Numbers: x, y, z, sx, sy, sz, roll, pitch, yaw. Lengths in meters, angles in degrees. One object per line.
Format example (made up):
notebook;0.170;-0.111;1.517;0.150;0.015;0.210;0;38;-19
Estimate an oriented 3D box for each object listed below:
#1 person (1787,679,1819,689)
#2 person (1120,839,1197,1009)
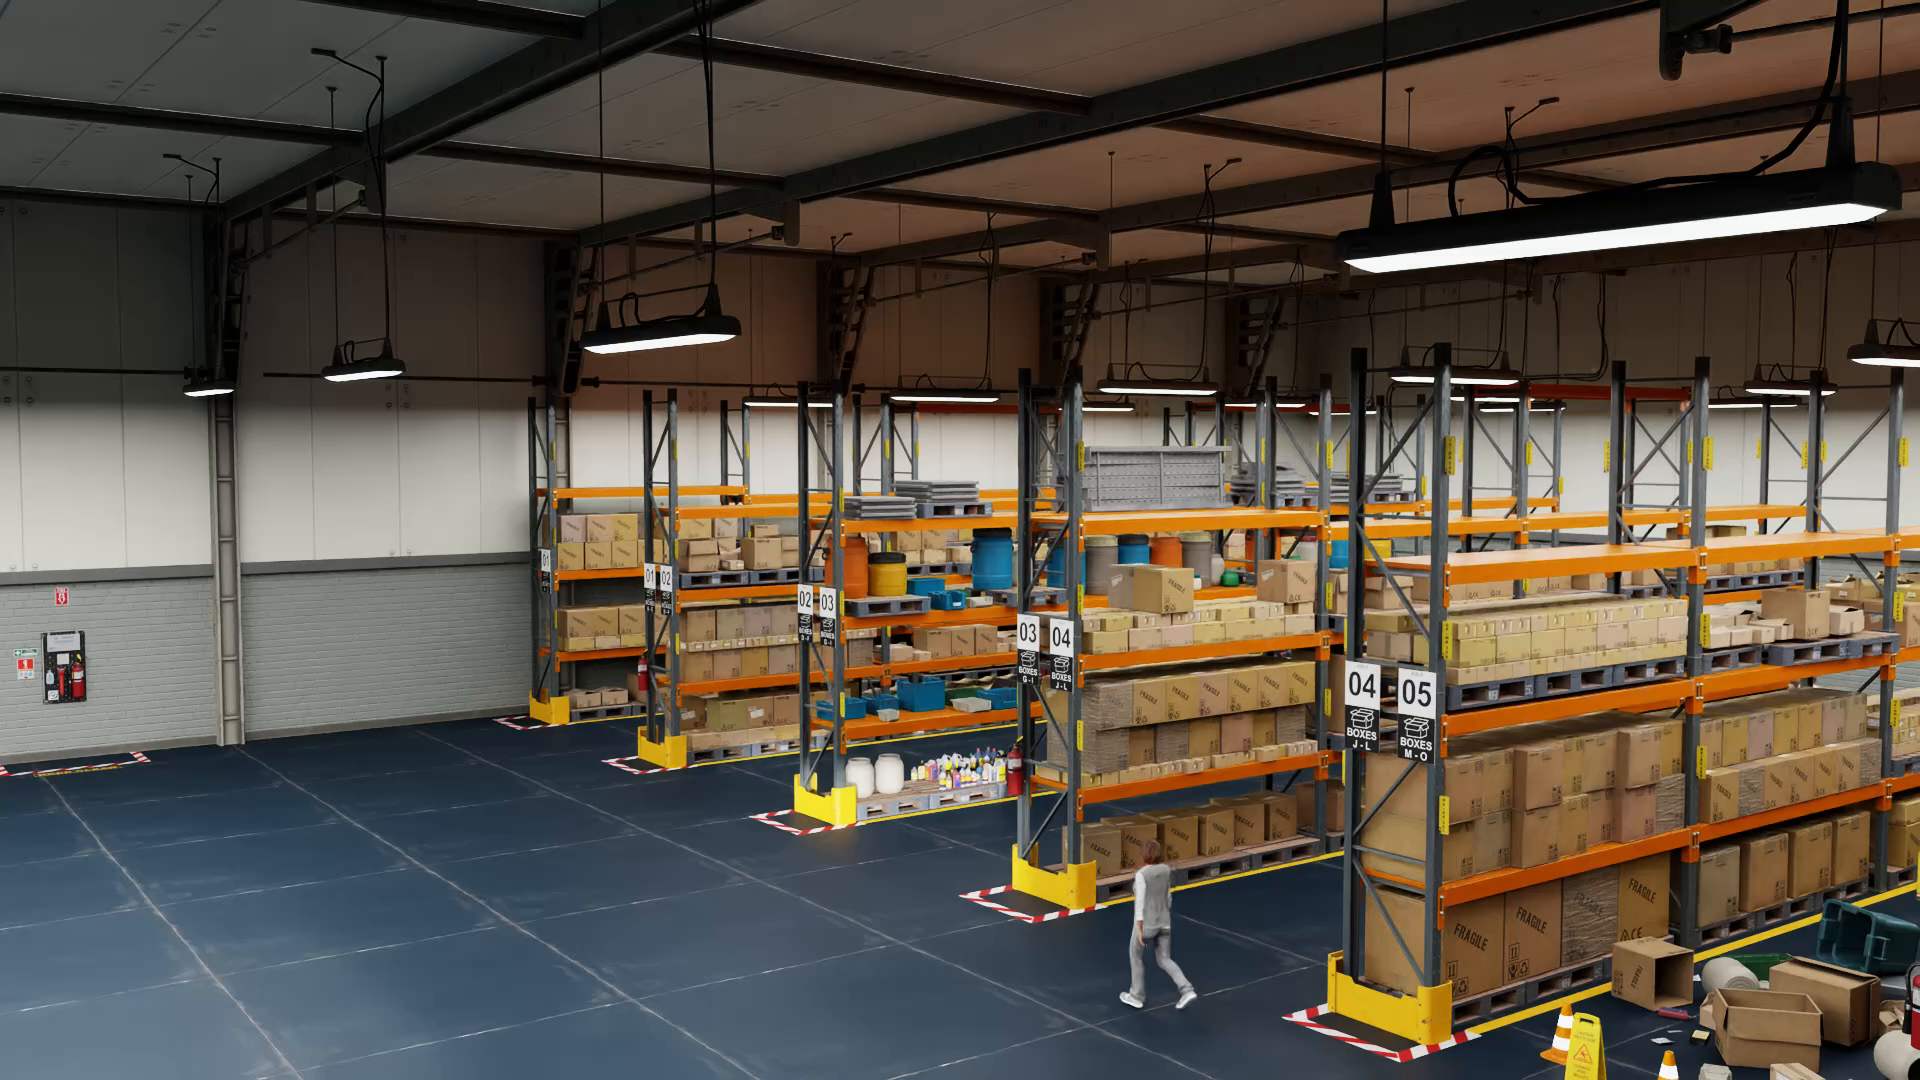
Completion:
person;13.096;2.814;25.696;0.636;1.683;0.749;-2;4;-28
person;1.766;3.481;14.983;0.416;1.560;0.847;-2;4;-36
